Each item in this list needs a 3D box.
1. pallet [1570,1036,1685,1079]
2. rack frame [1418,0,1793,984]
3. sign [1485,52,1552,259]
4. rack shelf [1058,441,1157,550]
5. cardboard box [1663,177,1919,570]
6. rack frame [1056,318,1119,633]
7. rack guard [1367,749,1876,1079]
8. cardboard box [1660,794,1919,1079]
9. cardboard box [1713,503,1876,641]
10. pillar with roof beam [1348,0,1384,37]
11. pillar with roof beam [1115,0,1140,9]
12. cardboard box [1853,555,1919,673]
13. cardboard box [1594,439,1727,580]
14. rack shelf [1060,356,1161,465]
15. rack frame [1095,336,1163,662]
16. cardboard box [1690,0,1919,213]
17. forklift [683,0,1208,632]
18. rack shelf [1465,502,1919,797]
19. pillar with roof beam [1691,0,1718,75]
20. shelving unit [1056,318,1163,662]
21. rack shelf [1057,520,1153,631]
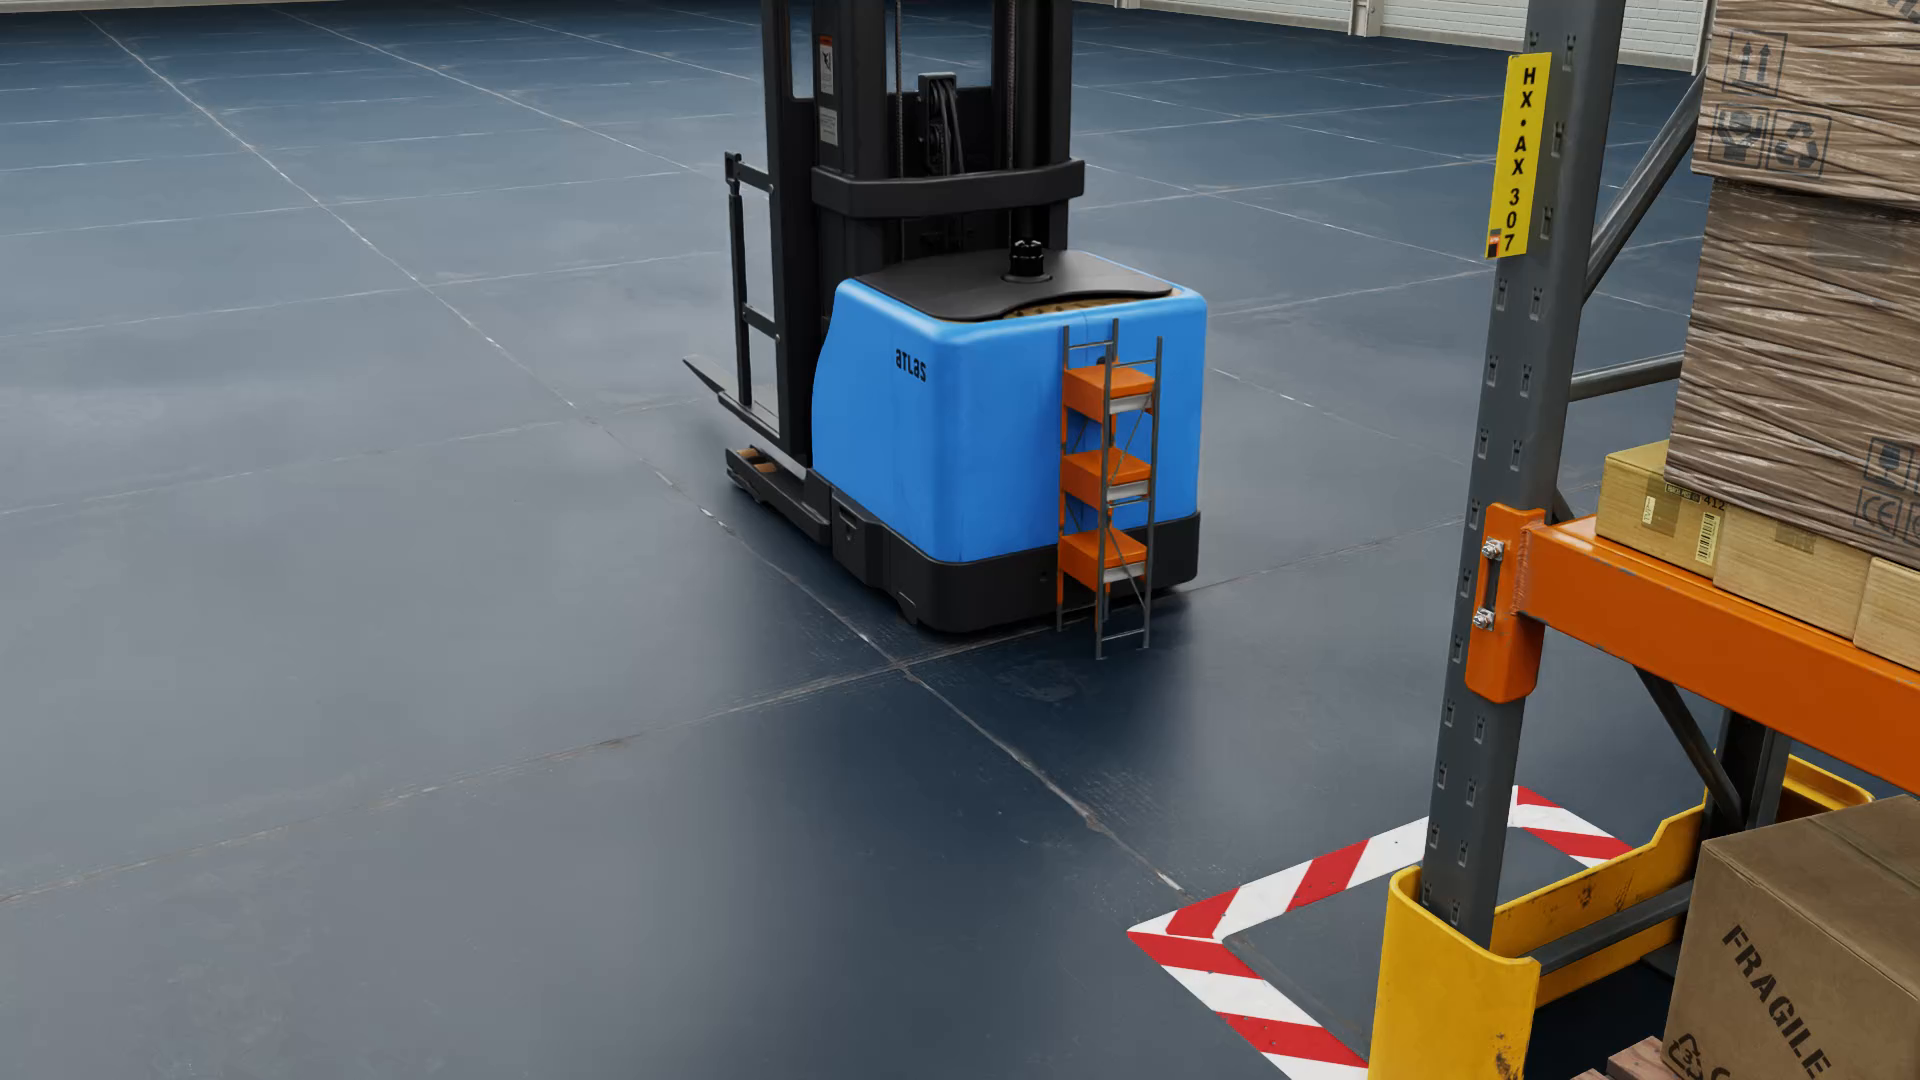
[{"bbox_3d":[1.804,1.257,2.938,1.003,0.211,1.213,-13,25,-28],"label":"pallet"},{"bbox_3d":[1.380,-0.329,3.138,1.000,3.000,0.127,-13,25,-28],"label":"rack frame"},{"bbox_3d":[0.914,-0.626,2.718,0.100,0.325,0.005,-13,25,-28],"label":"sign"},{"bbox_3d":[0.468,-0.145,5.302,0.215,0.259,0.240,-11,25,-26],"label":"rack shelf"},{"bbox_3d":[1.638,-0.330,2.612,0.875,0.500,0.500,-13,25,-28],"label":"cardboard box"},{"bbox_3d":[0.411,-0.195,5.398,0.200,1.050,0.008,-11,25,-26],"label":"rack frame"},{"bbox_3d":[1.419,0.853,3.548,1.175,0.500,0.348,-13,25,-28],"label":"rack guard"},{"bbox_3d":[1.685,0.840,3.024,0.500,0.500,0.500,-8,23,-18],"label":"cardboard box"},{"bbox_3d":[1.432,0.010,2.637,0.380,0.149,0.250,-13,25,-28],"label":"cardboard box"},{"bbox_3d":[2.361,-10.905,21.190,9.100,9.000,0.400,-13,25,-28],"label":"pillar with roof beam"},{"bbox_3d":[-0.704,-12.847,25.969,9.100,9.000,0.400,-13,25,-28],"label":"pillar with roof beam"},{"bbox_3d":[1.547,0.094,2.431,0.380,0.149,0.250,-13,25,-28],"label":"cardboard box"},{"bbox_3d":[1.321,-0.075,2.845,0.380,0.149,0.250,-13,25,-28],"label":"cardboard box"},{"bbox_3d":[0.468,-0.408,5.195,0.215,0.259,0.240,-11,25,-26],"label":"rack shelf"},{"bbox_3d":[0.525,-0.114,5.198,0.200,1.050,0.008,-11,25,-26],"label":"rack frame"},{"bbox_3d":[1.427,-0.746,2.307,0.500,0.500,0.500,-13,25,-28],"label":"cardboard box"},{"bbox_3d":[-0.303,-1.573,6.289,1.130,2.935,3.031,-11,25,-26],"label":"forklift"},{"bbox_3d":[2.402,0.652,1.680,1.077,0.370,4.000,-13,25,-28],"label":"rack shelf"},{"bbox_3d":[5.426,-8.963,16.412,9.100,9.000,0.400,-13,25,-28],"label":"pillar with roof beam"},{"bbox_3d":[0.468,-0.155,5.298,0.215,1.050,0.252,-11,25,-26],"label":"shelving unit"},{"bbox_3d":[0.468,0.113,5.406,0.215,0.259,0.240,-11,25,-26],"label":"rack shelf"}]
